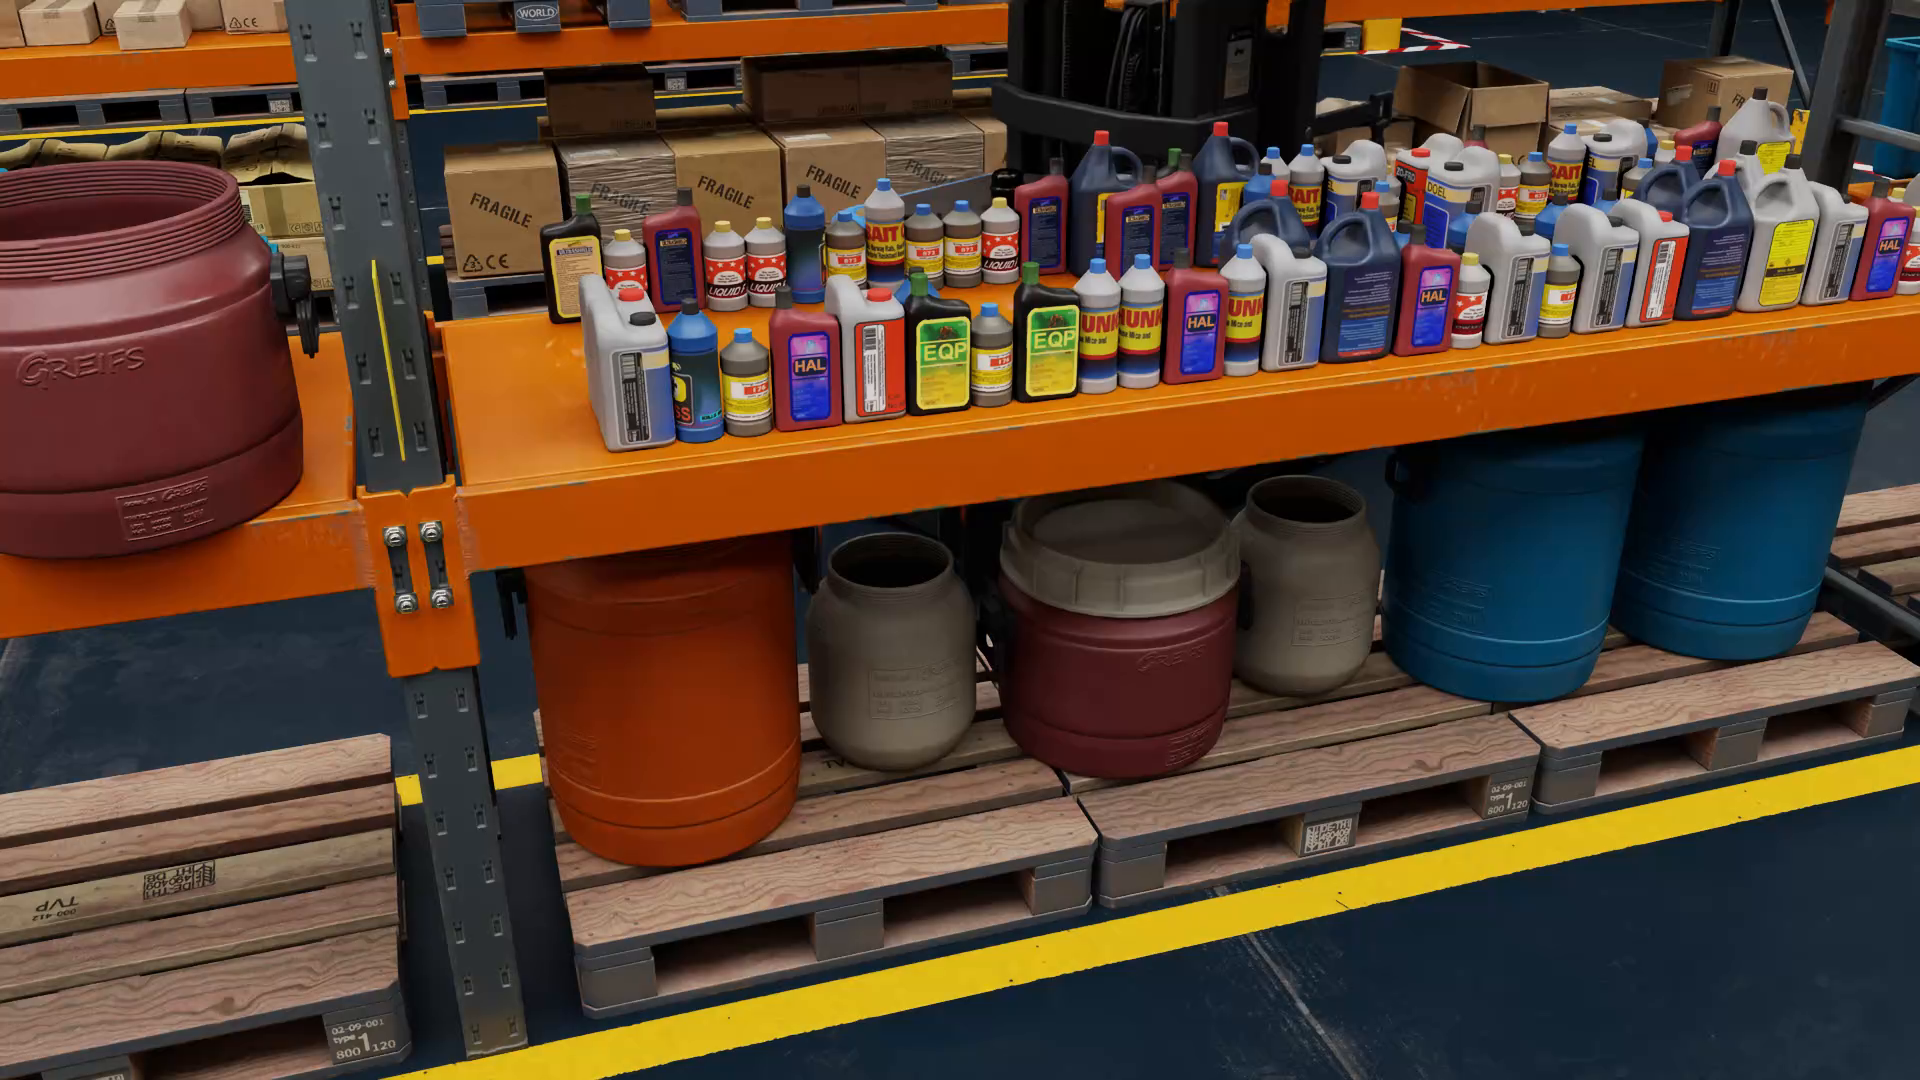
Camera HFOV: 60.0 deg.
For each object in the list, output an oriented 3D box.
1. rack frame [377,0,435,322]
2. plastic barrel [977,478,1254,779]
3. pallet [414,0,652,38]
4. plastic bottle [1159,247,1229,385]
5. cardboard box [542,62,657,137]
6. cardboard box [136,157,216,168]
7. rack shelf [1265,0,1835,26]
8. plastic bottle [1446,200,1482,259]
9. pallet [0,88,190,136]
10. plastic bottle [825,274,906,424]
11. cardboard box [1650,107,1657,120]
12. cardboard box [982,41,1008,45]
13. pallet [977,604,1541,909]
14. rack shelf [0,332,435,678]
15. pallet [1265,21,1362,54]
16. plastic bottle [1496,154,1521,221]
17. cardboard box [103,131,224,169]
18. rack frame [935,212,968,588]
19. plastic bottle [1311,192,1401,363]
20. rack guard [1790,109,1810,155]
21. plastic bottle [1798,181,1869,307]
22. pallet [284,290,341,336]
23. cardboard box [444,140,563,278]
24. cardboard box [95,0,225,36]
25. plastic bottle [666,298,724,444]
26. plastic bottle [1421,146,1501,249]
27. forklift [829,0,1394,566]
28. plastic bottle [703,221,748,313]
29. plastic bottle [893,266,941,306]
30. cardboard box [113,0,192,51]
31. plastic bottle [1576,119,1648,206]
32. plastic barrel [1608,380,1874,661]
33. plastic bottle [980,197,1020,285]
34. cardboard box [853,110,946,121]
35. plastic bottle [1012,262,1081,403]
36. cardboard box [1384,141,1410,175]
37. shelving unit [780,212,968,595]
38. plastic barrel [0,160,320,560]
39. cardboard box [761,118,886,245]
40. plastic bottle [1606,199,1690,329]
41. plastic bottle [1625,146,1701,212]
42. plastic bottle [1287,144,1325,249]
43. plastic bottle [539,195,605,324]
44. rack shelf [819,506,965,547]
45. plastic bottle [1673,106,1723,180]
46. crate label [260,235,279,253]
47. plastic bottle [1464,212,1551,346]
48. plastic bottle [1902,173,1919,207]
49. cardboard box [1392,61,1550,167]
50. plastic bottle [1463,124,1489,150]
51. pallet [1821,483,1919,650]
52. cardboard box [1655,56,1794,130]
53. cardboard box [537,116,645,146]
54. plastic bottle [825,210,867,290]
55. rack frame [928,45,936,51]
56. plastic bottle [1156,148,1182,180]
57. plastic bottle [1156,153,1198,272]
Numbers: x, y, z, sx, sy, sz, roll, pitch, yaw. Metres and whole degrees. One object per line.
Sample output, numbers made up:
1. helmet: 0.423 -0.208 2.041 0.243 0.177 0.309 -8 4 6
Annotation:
1. rack frame: -2.668 -2.553 7.520 0.127 3.000 1.000 -8 28 -16
2. plastic barrel: 0.396 0.203 4.206 0.708 0.588 0.600 -8 28 -16
3. pallet: -2.046 -2.590 7.810 1.003 0.211 1.213 -8 28 -16
4. plastic bottle: 0.486 -0.469 3.452 0.133 0.283 0.061 -8 28 -16
5. cardboard box: -1.800 -2.204 8.290 0.500 0.250 0.500 -7 27 -14
6. cardboard box: -3.582 -1.510 7.408 0.500 0.311 0.500 -9 28 -17
7. rack shelf: 3.037 -3.057 9.344 4.000 0.370 1.077 -8 28 -16
8. plastic bottle: 1.159 -0.641 3.812 0.097 0.271 0.097 0 26 0
9. pallet: -6.107 -3.125 11.807 1.213 0.211 1.003 -8 28 -16
10. plastic bottle: -0.186 -0.389 3.301 0.135 0.276 0.152 -8 28 -16
11. cardboard box: 4.196 -2.636 10.378 0.250 0.166 0.380 -8 28 -16
12. cardboard box: 0.340 -4.326 13.430 0.500 0.500 0.700 -8 27 -15
13. pallet: 0.757 0.498 4.509 1.213 0.211 1.003 -8 28 -16
14. rack shelf: -3.040 0.139 2.905 4.000 0.370 1.077 -8 28 -16
15. pallet: 2.665 -4.357 14.288 1.213 0.211 1.003 -8 28 -16
16. plastic bottle: 1.456 -0.936 4.486 0.097 0.201 0.097 0 26 0
17. cardboard box: -3.754 -1.737 7.865 0.500 0.311 0.500 -9 28 -17
18. rack frame: -0.026 -0.412 5.231 0.015 1.200 0.240 -10 28 -19
19. plastic bottle: 0.845 -0.571 3.581 0.185 0.351 0.144 -8 28 -16
20. rack guard: 4.866 -2.525 10.274 0.348 0.500 1.175 -8 28 -16
21. plastic bottle: 2.043 -0.712 3.951 0.135 0.276 0.152 -8 28 -16
22. pallet: -3.463 -1.207 7.945 1.213 0.211 1.003 -8 28 -16
23. cardboard box: -2.147 -1.573 7.861 0.500 0.500 0.500 -7 27 -14
24. cardboard box: -3.579 -2.472 7.456 0.500 0.311 0.500 -9 28 -17
25. plastic bottle: -0.508 -0.328 3.182 0.097 0.271 0.097 0 26 0
26. plastic bottle: 1.274 -0.859 4.247 0.135 0.276 0.152 -8 28 -16
27. forklift: 0.956 -1.750 5.980 3.031 2.935 1.130 -23 35 -39
28. plastic bottle: -0.551 -0.645 3.900 0.097 0.201 0.097 0 26 0
29. plastic bottle: -0.087 -0.418 3.362 0.097 0.271 0.097 0 26 0
30. cardboard box: -3.438 -2.200 7.091 0.250 0.149 0.380 -8 28 -16
31. plastic bottle: 1.759 -1.001 4.532 0.135 0.276 0.152 -8 28 -16
32. plastic barrel: 2.143 -0.190 4.646 0.708 0.901 0.600 -8 28 -16
33. plastic bottle: 0.097 -0.739 4.089 0.097 0.201 0.097 0 26 0
34. cardboard box: -0.382 -2.074 8.871 0.500 0.500 0.500 -8 27 -15
35. plastic bottle: 0.174 -0.424 3.361 0.133 0.283 0.061 -8 28 -16
36. cardboard box: 2.421 -2.122 9.342 0.250 0.166 0.380 -8 28 -16
37. shelving unit: -0.253 -0.373 5.152 0.503 1.200 0.258 -10 28 -19
38. plastic barrel: -1.485 -0.327 2.883 0.708 0.536 0.600 -8 28 -16
39. cardboard box: -0.678 -1.788 8.295 0.500 0.500 0.500 -9 28 -18
40. plastic bottle: 1.564 -0.643 3.811 0.135 0.276 0.152 -8 28 -16
41. plastic bottle: 1.672 -0.758 3.958 0.185 0.351 0.144 -8 28 -16
42. plastic bottle: 0.888 -0.885 4.304 0.097 0.271 0.097 0 26 0
43. plastic bottle: -0.885 -0.642 3.802 0.133 0.283 0.061 -8 28 -16
44. rack shelf: -0.253 -0.135 5.270 0.480 0.148 0.258 -10 28 -19
45. plastic bottle: 2.058 -1.069 4.660 0.133 0.283 0.061 -8 28 -16
46. crate label: -1.655 -0.484 3.540 0.416 0.233 0.303 -8 28 -16
47. plastic bottle: 1.215 -0.593 3.710 0.135 0.276 0.152 -8 28 -16
48. plastic bottle: 2.391 -0.763 4.053 0.135 0.276 0.152 -8 28 -16
49. cardboard box: 2.920 -2.444 9.612 0.637 0.503 0.797 -8 28 -16
50. plastic bottle: 1.340 -0.965 4.451 0.133 0.283 0.061 -8 28 -16
51. pallet: 3.353 0.122 5.267 1.213 0.211 1.003 -8 28 -16
52. cardboard box: 4.498 -2.553 9.836 0.500 0.500 0.500 -8 28 -16
53. cardboard box: -1.852 -1.859 8.437 0.500 0.500 0.500 -7 27 -14
54. plastic bottle: -0.273 -0.686 3.981 0.097 0.201 0.097 0 26 0
55. rack frame: -0.403 -5.198 12.847 0.127 3.000 1.000 -8 28 -16
56. plastic bottle: 0.504 -0.843 4.207 0.133 0.283 0.061 -8 28 -16
57. plastic bottle: 0.523 -0.818 4.155 0.133 0.283 0.061 -8 28 -16
